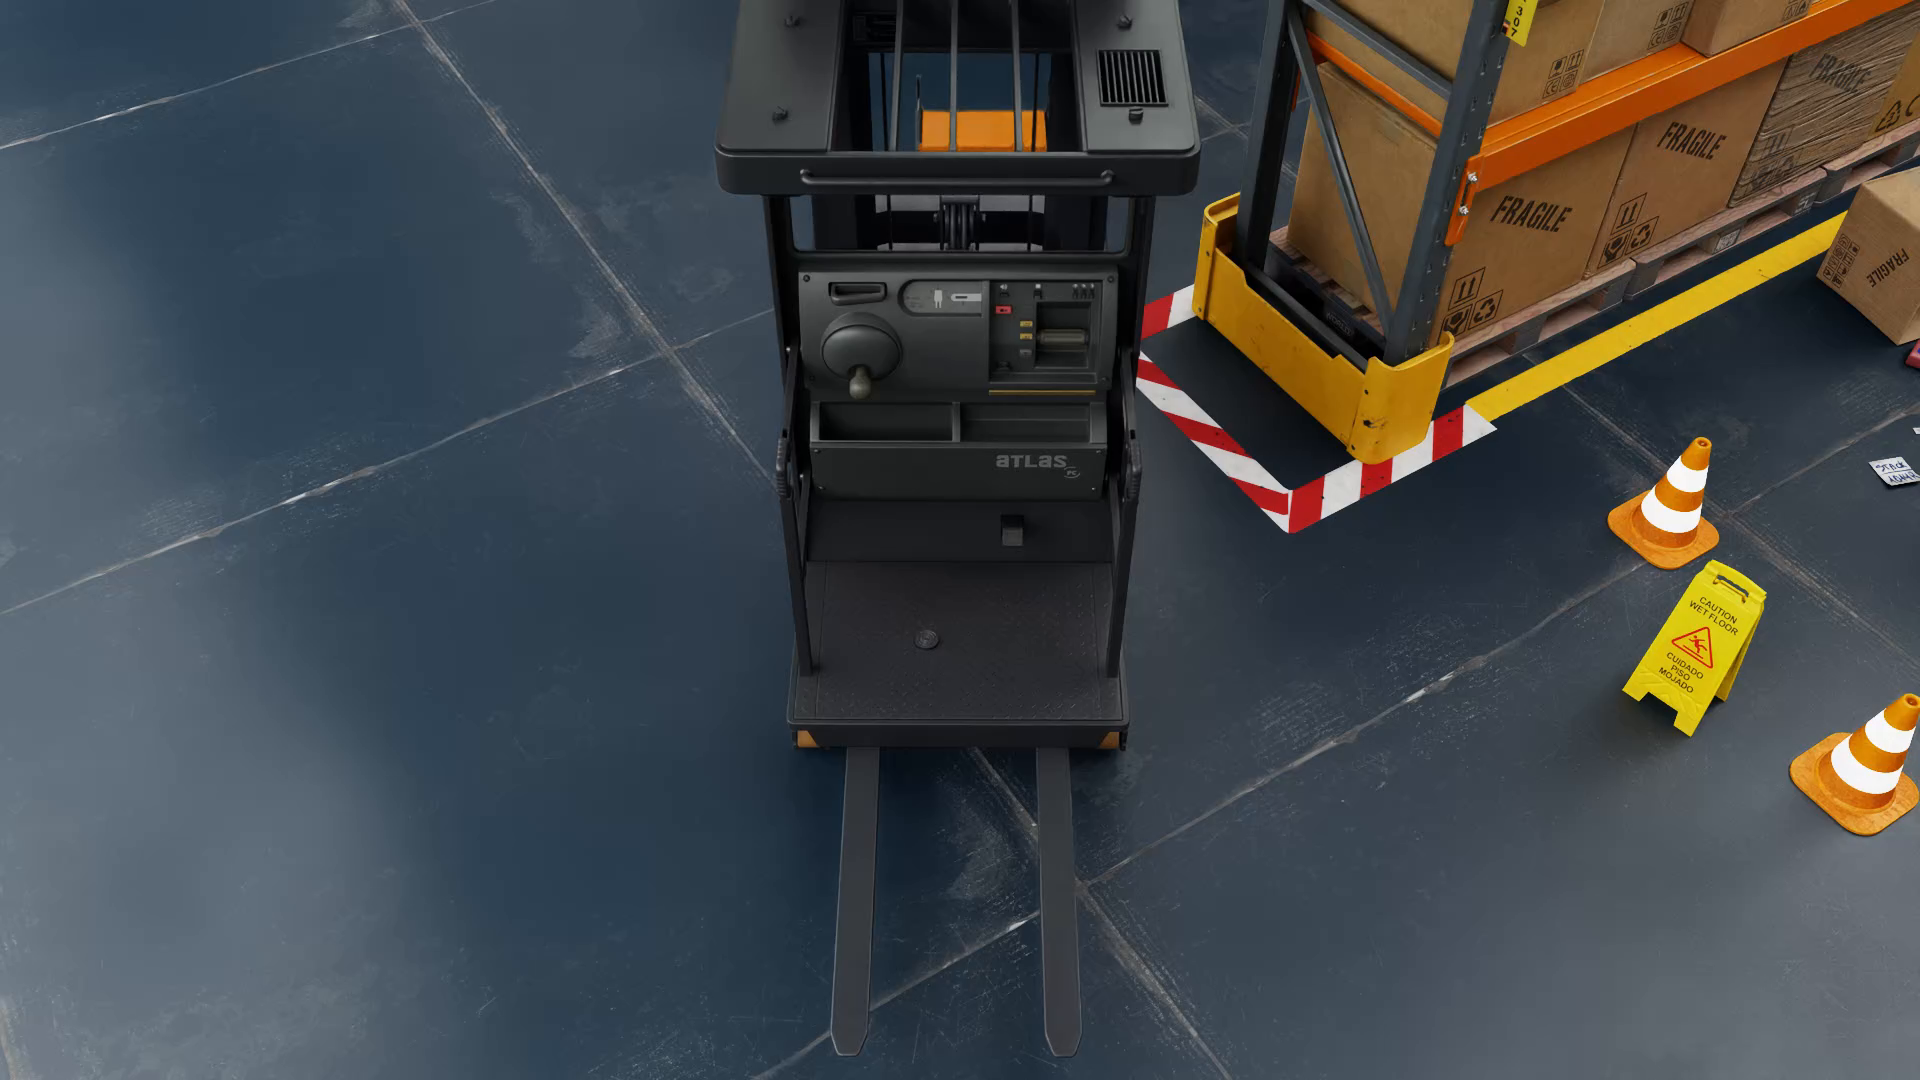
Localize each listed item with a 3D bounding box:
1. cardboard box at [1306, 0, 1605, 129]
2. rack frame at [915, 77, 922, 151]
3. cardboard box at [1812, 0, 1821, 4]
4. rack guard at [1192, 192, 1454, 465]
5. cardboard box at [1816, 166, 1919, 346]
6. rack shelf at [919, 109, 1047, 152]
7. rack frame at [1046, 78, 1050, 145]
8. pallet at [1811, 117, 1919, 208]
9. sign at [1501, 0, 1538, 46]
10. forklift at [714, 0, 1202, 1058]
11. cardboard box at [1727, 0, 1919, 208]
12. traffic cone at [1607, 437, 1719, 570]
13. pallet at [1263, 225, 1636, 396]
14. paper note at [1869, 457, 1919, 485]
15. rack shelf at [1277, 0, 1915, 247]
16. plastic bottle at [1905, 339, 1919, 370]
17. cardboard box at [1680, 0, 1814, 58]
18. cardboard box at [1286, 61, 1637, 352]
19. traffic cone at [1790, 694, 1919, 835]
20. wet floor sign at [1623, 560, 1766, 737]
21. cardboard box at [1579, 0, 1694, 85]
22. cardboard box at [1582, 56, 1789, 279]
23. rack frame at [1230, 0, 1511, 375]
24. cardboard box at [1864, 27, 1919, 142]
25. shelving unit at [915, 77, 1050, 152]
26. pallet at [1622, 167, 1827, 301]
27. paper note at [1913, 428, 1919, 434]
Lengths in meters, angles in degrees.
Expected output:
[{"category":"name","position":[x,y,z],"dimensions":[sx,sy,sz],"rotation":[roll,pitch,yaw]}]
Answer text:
[{"category":"cardboard box","position":[1.737,-1.947,5.875],"dimensions":[0.550,0.550,0.875],"rotation":[-25,53,-21]},{"category":"rack frame","position":[-0.155,-1.208,6.512],"dimensions":[0.015,1.200,0.240],"rotation":[0,45,0]},{"category":"cardboard box","position":[3.157,-2.561,6.422],"dimensions":[0.500,0.550,0.875],"rotation":[-25,53,-21]},{"category":"rack guard","position":[1.427,-0.880,6.699],"dimensions":[0.348,0.500,1.175],"rotation":[-25,53,-21]},{"category":"cardboard box","position":[4.065,-1.217,6.998],"dimensions":[0.500,0.500,0.500],"rotation":[-17,51,-15]},{"category":"rack shelf","position":[0.089,-1.486,6.234],"dimensions":[0.480,0.148,0.258],"rotation":[0,45,0]},{"category":"rack frame","position":[0.333,-1.206,6.511],"dimensions":[0.015,1.200,0.240],"rotation":[0,45,0]},{"category":"pallet","position":[4.145,-2.134,8.009],"dimensions":[1.213,0.211,1.003],"rotation":[-25,53,-21]},{"category":"sign","position":[1.738,-1.682,5.107],"dimensions":[0.005,0.325,0.100],"rotation":[-25,53,-21]},{"category":"forklift","position":[-0.003,-0.510,4.742],"dimensions":[1.130,2.935,3.031],"rotation":[0,48,0]},{"category":"cardboard box","position":[3.500,-2.180,7.324],"dimensions":[0.875,0.875,0.875],"rotation":[-25,53,-21]},{"category":"traffic cone","position":[2.654,-0.192,6.111],"dimensions":[0.334,0.463,0.336],"rotation":[-25,53,-21]},{"category":"pallet","position":[2.082,-1.161,7.143],"dimensions":[1.213,0.211,1.003],"rotation":[-25,53,-21]},{"category":"paper note","position":[3.644,-0.269,6.470],"dimensions":[0.142,0.017,0.144],"rotation":[-9,49,-8]},{"category":"rack shelf","position":[3.139,-2.278,6.752],"dimensions":[4.000,0.370,1.077],"rotation":[-25,53,-21]},{"category":"plastic bottle","position":[4.067,-0.721,6.851],"dimensions":[0.283,0.061,0.133],"rotation":[30,55,24]},{"category":"cardboard box","position":[2.731,-2.324,6.211],"dimensions":[0.550,0.550,0.875],"rotation":[-25,53,-21]},{"category":"cardboard box","position":[1.985,-1.466,6.688],"dimensions":[0.875,0.875,0.875],"rotation":[-25,53,-21]},{"category":"traffic cone","position":[2.969,0.657,5.355],"dimensions":[0.334,0.463,0.336],"rotation":[-25,53,-21]},{"category":"wet floor sign","position":[2.479,0.324,5.529],"dimensions":[0.232,0.644,0.267],"rotation":[-34,57,-27]},{"category":"cardboard box","position":[2.190,-2.180,6.082],"dimensions":[0.550,0.550,0.875],"rotation":[-25,53,-21]},{"category":"cardboard box","position":[2.728,-1.818,7.002],"dimensions":[0.875,0.875,0.875],"rotation":[-26,53,-21]},{"category":"rack frame","position":[1.447,-1.721,5.774],"dimensions":[0.127,3.000,1.000],"rotation":[-25,53,-21]},{"category":"cardboard box","position":[4.261,-2.541,7.646],"dimensions":[0.875,0.875,0.875],"rotation":[-24,53,-20]},{"category":"shelving unit","position":[0.089,-1.207,6.511],"dimensions":[0.503,1.200,0.258],"rotation":[0,45,0]},{"category":"pallet","position":[3.112,-1.645,7.573],"dimensions":[1.213,0.211,1.003],"rotation":[-25,53,-21]},{"category":"paper note","position":[3.869,-0.437,6.632],"dimensions":[0.123,0.001,0.032],"rotation":[-2,48,-1]}]
